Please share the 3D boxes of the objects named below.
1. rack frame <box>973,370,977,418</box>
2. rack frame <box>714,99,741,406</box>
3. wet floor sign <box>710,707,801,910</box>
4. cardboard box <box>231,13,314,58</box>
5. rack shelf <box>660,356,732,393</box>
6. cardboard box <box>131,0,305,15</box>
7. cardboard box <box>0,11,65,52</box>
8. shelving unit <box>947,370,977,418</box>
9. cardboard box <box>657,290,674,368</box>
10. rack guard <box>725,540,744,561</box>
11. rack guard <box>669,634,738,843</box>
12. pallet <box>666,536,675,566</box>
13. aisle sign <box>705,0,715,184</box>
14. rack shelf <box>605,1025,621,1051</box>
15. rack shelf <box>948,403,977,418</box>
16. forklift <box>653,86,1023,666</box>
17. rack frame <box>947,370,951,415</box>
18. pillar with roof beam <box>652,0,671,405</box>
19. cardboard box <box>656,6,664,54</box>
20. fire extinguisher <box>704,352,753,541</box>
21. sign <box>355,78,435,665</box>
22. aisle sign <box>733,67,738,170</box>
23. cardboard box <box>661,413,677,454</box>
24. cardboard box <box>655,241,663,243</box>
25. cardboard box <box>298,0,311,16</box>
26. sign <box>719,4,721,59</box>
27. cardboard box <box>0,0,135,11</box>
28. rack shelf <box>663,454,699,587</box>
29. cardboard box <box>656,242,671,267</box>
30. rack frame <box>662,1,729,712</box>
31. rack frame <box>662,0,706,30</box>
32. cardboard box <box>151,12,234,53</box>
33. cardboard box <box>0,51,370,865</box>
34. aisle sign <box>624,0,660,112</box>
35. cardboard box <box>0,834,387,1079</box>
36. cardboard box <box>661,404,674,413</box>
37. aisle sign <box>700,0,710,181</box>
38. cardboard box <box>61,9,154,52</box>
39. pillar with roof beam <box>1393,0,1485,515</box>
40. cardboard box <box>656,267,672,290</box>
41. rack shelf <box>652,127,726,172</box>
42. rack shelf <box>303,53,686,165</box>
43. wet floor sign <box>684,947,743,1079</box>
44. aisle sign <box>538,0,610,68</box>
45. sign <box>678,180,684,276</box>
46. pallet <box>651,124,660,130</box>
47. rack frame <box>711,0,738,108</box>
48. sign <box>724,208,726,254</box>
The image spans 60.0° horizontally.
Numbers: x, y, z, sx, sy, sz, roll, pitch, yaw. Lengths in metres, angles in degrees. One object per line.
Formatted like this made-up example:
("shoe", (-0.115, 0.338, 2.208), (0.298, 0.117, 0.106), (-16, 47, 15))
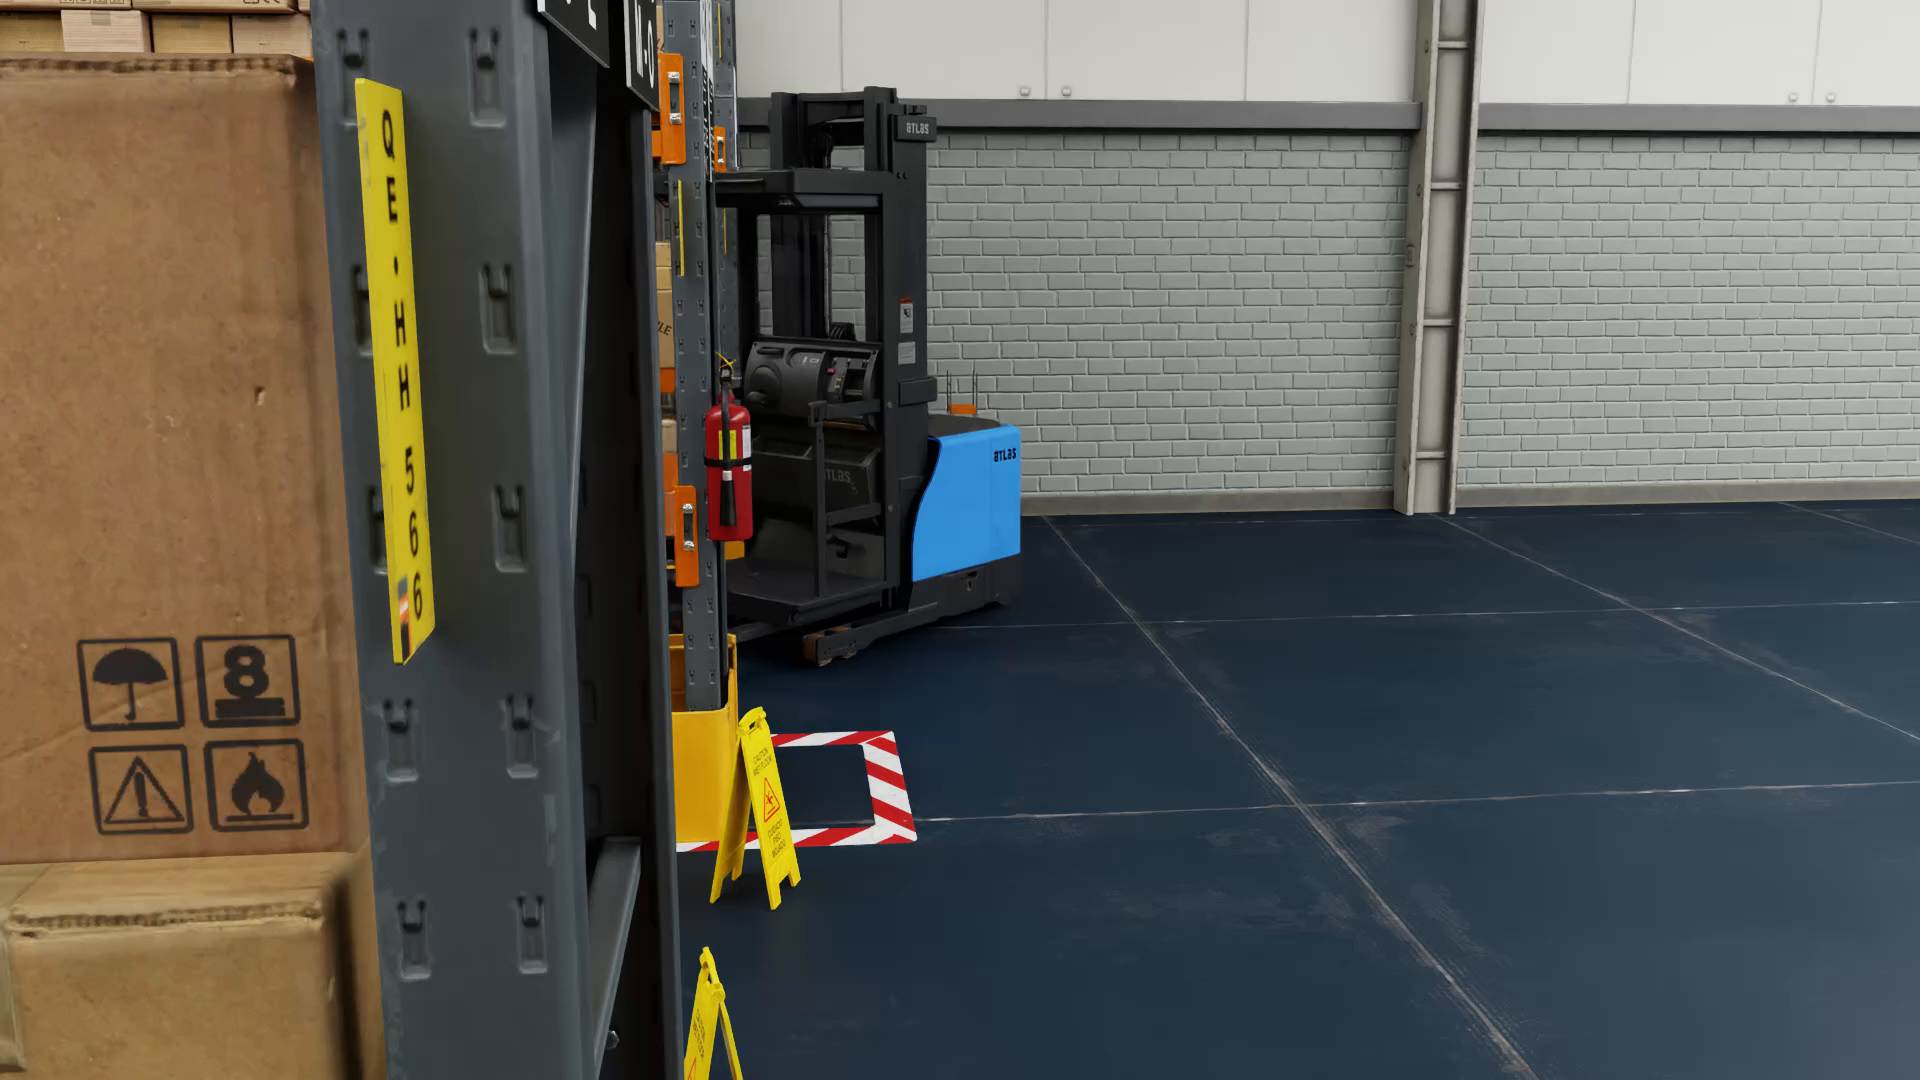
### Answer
("rack frame", (0.105, -0.591, 11.764), (0.006, 1.200, 0.240), (-1, 11, -6))
("rack frame", (-1.546, -1.416, 11.293), (0.127, 3.000, 1.000), (-1, 11, -6))
("wet floor sign", (-0.702, 0.893, 5.655), (0.232, 0.644, 0.267), (3, 11, 14))
("cardboard box", (-2.344, -1.734, 5.788), (0.250, 0.149, 0.380), (-1, 11, -7))
("rack shelf", (-3.534, -1.021, 11.151), (4.000, 0.370, 1.077), (-1, 11, -6))
("cardboard box", (-2.501, -1.924, 5.719), (0.500, 0.250, 0.500), (-1, 11, -4))
("cardboard box", (-3.111, -1.721, 5.719), (0.250, 0.149, 0.380), (-1, 11, -6))
("shelving unit", (0.014, -0.589, 11.754), (0.189, 1.200, 0.258), (-1, 11, -6))
("cardboard box", (-2.007, -1.404, 10.975), (0.500, 0.500, 0.500), (-1, 11, -7))
("rack guard", (-1.522, -0.190, 11.537), (0.348, 0.500, 1.175), (-1, 11, -6))
("rack guard", (-1.082, 0.764, 6.685), (0.348, 0.500, 1.175), (-1, 11, -6))
("pallet", (-2.302, -0.024, 11.440), (1.213, 0.211, 1.003), (-1, 11, -6))
("aisle sign", (-0.978, -1.800, 6.510), (0.004, 0.787, 0.394), (-1, 11, -6))
("rack shelf", (-2.360, 0.878, 1.491), (4.000, 0.370, 1.077), (-1, 11, -6))
("rack shelf", (0.014, -0.899, 11.693), (0.180, 0.103, 0.258), (-1, 11, -6))
("forklift", (-0.939, -0.897, 8.833), (1.130, 2.935, 3.031), (9, 14, 38))
("rack frame", (-0.077, -0.587, 11.744), (0.006, 1.200, 0.240), (-1, 11, -6))
("pillar with roof beam", (-1.871, -3.692, 7.320), (0.400, 9.000, 9.100), (-1, 11, -6))
("cardboard box", (-1.960, -3.136, 10.659), (0.500, 0.500, 0.500), (-1, 11, -4))
("fire extinguisher", (-0.843, -0.340, 6.022), (0.183, 0.674, 0.296), (-1, 11, -6))
("sign", (-0.326, -0.097, 0.968), (0.005, 0.325, 0.100), (-1, 11, -6))
("aisle sign", (-1.449, -2.636, 10.763), (0.004, 0.787, 0.394), (-1, 11, -6))
("cardboard box", (-1.970, -0.694, 11.068), (0.500, 0.250, 0.500), (-1, 11, -4))
("cardboard box", (-2.174, -1.969, 11.398), (0.250, 0.149, 0.380), (-1, 11, -4))
("cardboard box", (-1.988, -1.938, 5.792), (0.500, 0.250, 0.500), (-1, 11, -7))
("sign", (-1.501, -3.179, 10.395), (0.005, 0.325, 0.100), (-1, 11, -6))
("cardboard box", (-3.003, -1.913, 5.663), (0.500, 0.250, 0.500), (-1, 11, -6))
("rack shelf", (-2.995, -0.069, 6.309), (4.000, 0.370, 1.077), (-1, 11, -6))
("cardboard box", (-1.879, -1.881, 10.949), (0.250, 0.149, 0.380), (-1, 11, -6))
("rack frame", (-1.006, -0.464, 6.452), (0.127, 3.000, 1.000), (-1, 11, -6))
("rack frame", (-1.006, -3.408, 5.873), (0.127, 3.000, 1.000), (-1, 11, -6))
("cardboard box", (-2.607, -1.730, 5.767), (0.250, 0.149, 0.380), (-2, 11, -8))
("cardboard box", (-0.744, -0.120, 1.513), (0.550, 0.550, 0.875), (-1, 11, -6))
("aisle sign", (-0.333, -0.851, 1.683), (0.004, 0.787, 0.394), (-1, 11, -6))
("cardboard box", (-0.735, 0.426, 1.536), (0.550, 0.550, 0.875), (-1, 11, -6))
("cardboard box", (-2.044, -0.789, 11.555), (0.500, 0.250, 0.500), (-1, 11, -7))
("aisle sign", (-0.913, -1.685, 5.924), (0.004, 0.787, 0.394), (-1, 11, -6))
("cardboard box", (-2.853, -1.711, 5.670), (0.250, 0.149, 0.380), (-1, 11, -7))
("pillar with roof beam", (4.094, -3.817, 7.956), (0.400, 9.000, 9.100), (-1, 11, -6))
("cardboard box", (-1.860, -1.722, 10.911), (0.250, 0.149, 0.380), (-1, 11, -5))
("rack shelf", (-3.534, -2.493, 10.861), (4.000, 0.370, 1.077), (-1, 11, -6))
("rack shelf", (-2.995, -1.541, 6.020), (4.000, 0.370, 1.077), (-1, 11, -6))
("wet floor sign", (-0.556, 1.258, 3.795), (0.232, 0.644, 0.267), (-3, 12, -16))
("aisle sign", (-0.268, -0.736, 1.098), (0.004, 0.787, 0.394), (-1, 11, -6))
("sign", (-0.966, -1.080, 5.766), (0.005, 0.325, 0.100), (-1, 11, -6))
("pallet", (-2.252, -2.834, 10.963), (1.213, 0.211, 1.003), (-1, 11, -6))
("rack frame", (-1.546, -4.359, 10.714), (0.127, 3.000, 1.000), (-1, 11, -6))
("sign", (-1.501, -1.996, 10.628), (0.005, 0.325, 0.100), (-1, 11, -6))
